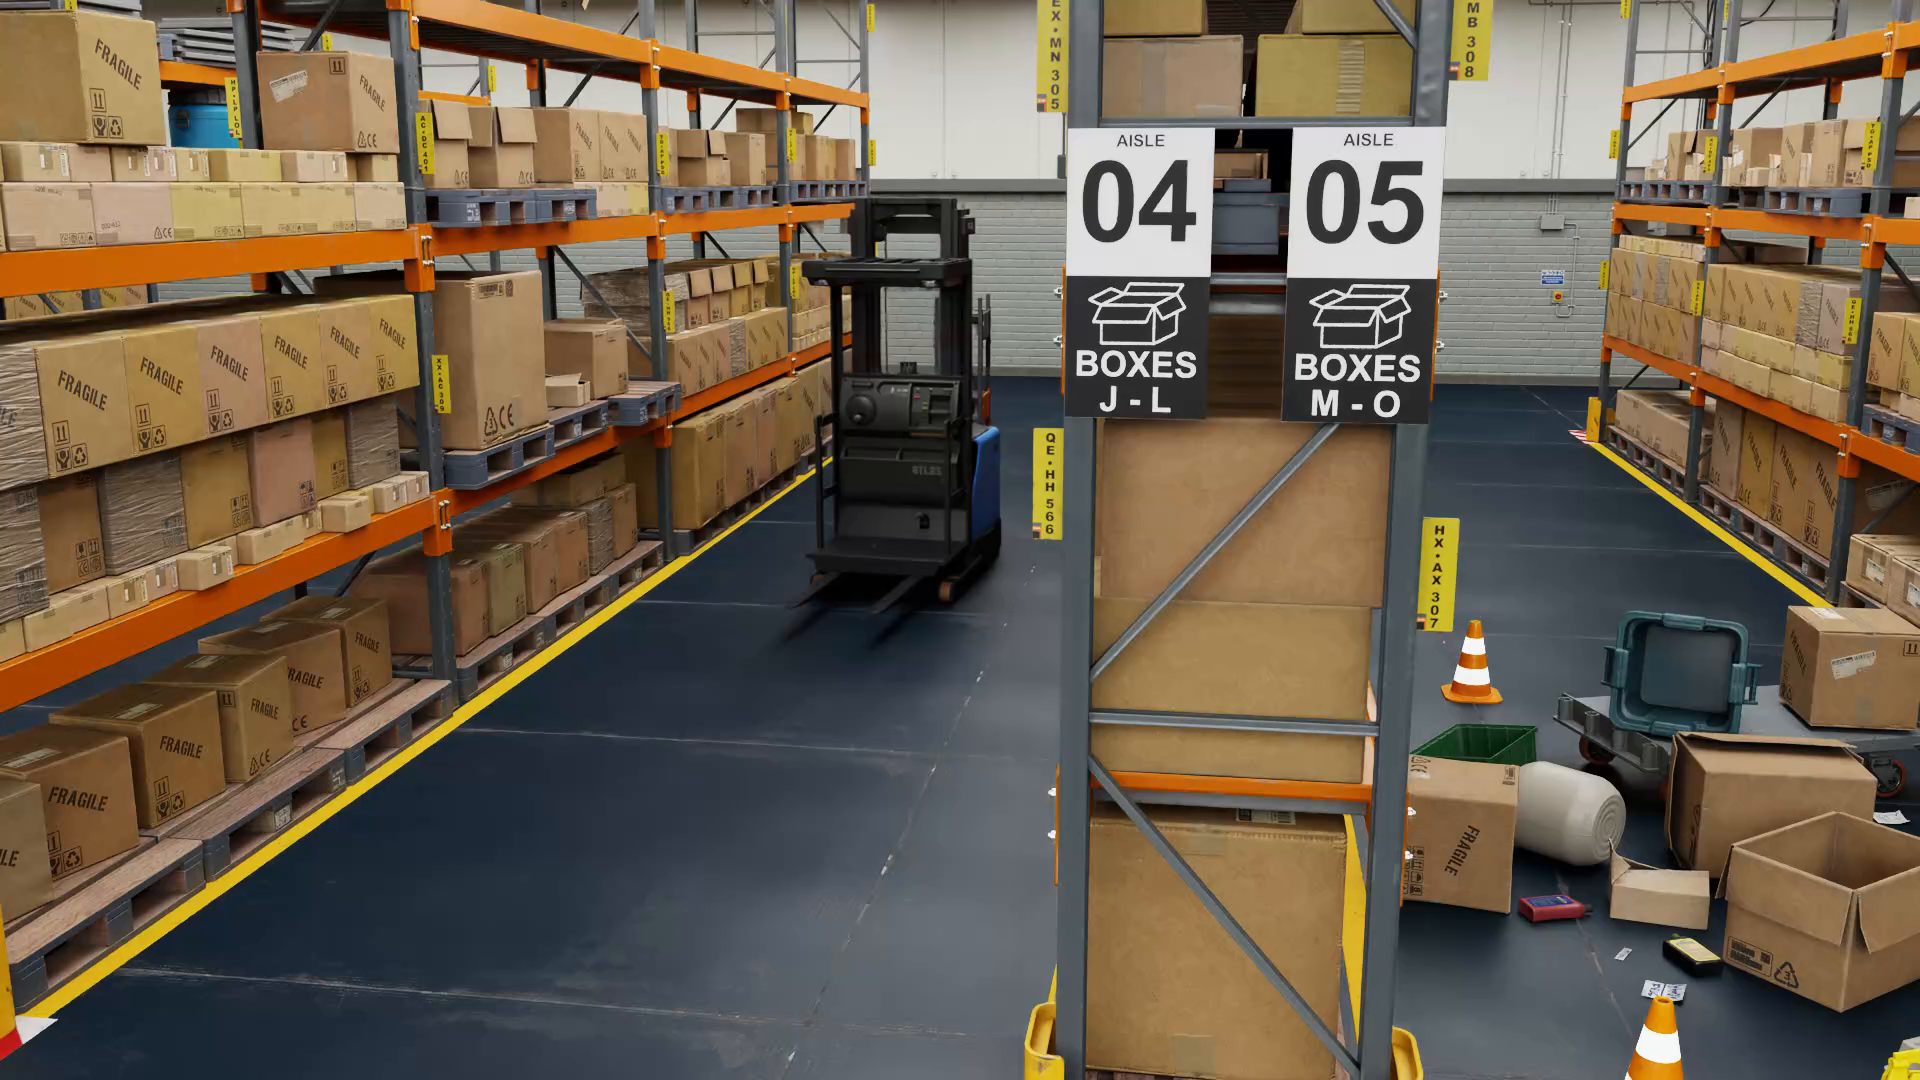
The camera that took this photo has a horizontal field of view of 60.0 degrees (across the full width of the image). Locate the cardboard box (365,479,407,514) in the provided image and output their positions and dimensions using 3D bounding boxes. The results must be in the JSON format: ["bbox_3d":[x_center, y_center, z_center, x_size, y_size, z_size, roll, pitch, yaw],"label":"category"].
[{"bbox_3d":[-3.265,-0.245,9.106,0.380,0.149,0.250,2,12,9],"label":"cardboard box"}]

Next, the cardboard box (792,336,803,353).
[{"bbox_3d":[-1.870,-2.067,17.561,0.380,0.149,0.250,2,12,9],"label":"cardboard box"}]

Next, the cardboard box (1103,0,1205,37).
[{"bbox_3d":[0.512,-1.528,4.813,0.380,0.149,0.250,2,12,9],"label":"cardboard box"}]

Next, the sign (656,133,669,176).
[{"bbox_3d":[-2.324,-3.007,12.981,0.100,0.325,0.005,2,12,9],"label":"sign"}]

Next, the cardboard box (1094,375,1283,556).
[{"bbox_3d":[0.884,-0.254,5.633,0.875,0.550,0.550,2,12,9],"label":"cardboard box"}]

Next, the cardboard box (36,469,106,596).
[{"bbox_3d":[-4.020,-0.057,6.694,0.875,0.500,0.500,2,12,9],"label":"cardboard box"}]

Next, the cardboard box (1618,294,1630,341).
[{"bbox_3d":[7.755,-2.503,18.749,0.500,0.500,0.500,2,12,8],"label":"cardboard box"}]

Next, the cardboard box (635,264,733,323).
[{"bbox_3d":[-2.531,-2.273,15.301,0.797,0.503,0.637,2,12,10],"label":"cardboard box"}]

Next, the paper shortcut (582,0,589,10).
[{"bbox_3d":[-3.175,-4.599,14.143,0.009,0.170,0.078,12,-17,6],"label":"paper shortcut"}]

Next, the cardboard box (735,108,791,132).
[{"bbox_3d":[-2.093,-4.471,17.746,0.500,0.250,0.500,1,12,5],"label":"cardboard box"}]

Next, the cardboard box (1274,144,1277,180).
[{"bbox_3d":[1.476,-1.538,6.753,0.380,0.149,0.250,2,12,8],"label":"cardboard box"}]

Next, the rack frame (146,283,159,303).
[{"bbox_3d":[-11.417,-3.294,22.656,1.000,3.000,0.127,2,12,9],"label":"rack frame"}]

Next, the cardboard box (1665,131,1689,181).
[{"bbox_3d":[7.705,-4.005,17.367,0.500,0.500,0.500,2,12,10],"label":"cardboard box"}]

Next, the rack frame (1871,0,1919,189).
[{"bbox_3d":[6.933,-3.918,11.313,1.000,3.000,0.127,2,12,9],"label":"rack frame"}]

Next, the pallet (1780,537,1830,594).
[{"bbox_3d":[7.128,0.216,12.989,1.003,0.211,1.213,2,12,9],"label":"pallet"}]

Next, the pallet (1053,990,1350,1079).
[{"bbox_3d":[0.841,1.735,5.943,1.003,0.211,1.213,2,12,9],"label":"pallet"}]

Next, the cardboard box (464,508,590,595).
[{"bbox_3d":[-3.096,0.075,11.916,0.700,0.500,0.500,3,13,13],"label":"cardboard box"}]

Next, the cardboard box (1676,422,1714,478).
[{"bbox_3d":[7.750,-0.898,16.625,0.875,0.438,0.875,2,12,8],"label":"cardboard box"}]

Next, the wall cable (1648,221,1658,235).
[{"bbox_3d":[10.410,-4.278,24.814,0.588,1.984,0.122,2,12,9],"label":"wall cable"}]

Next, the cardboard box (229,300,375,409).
[{"bbox_3d":[-3.348,-0.950,8.465,0.500,0.500,0.500,2,12,9],"label":"cardboard box"}]

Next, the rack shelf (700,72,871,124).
[{"bbox_3d":[-1.937,-4.941,18.717,1.077,0.370,4.000,2,12,9],"label":"rack shelf"}]

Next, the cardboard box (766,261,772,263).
[{"bbox_3d":[-2.357,-2.786,18.172,0.500,0.500,0.500,2,12,9],"label":"cardboard box"}]

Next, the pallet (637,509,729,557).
[{"bbox_3d":[-2.664,-0.105,14.479,1.003,0.211,1.213,2,12,9],"label":"pallet"}]

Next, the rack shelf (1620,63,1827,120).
[{"bbox_3d":[7.855,-4.620,17.227,1.077,0.370,4.000,2,12,9],"label":"rack shelf"}]

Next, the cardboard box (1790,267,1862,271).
[{"bbox_3d":[7.655,-2.147,14.723,0.500,0.500,0.500,2,12,10],"label":"cardboard box"}]

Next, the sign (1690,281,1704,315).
[{"bbox_3d":[6.999,-2.298,15.792,0.100,0.325,0.005,2,12,9],"label":"sign"}]

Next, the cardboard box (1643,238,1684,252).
[{"bbox_3d":[7.701,-3.221,18.171,0.380,0.149,0.250,2,12,9],"label":"cardboard box"}]

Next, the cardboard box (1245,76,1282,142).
[{"bbox_3d":[1.355,-1.659,6.368,0.500,0.250,0.500,2,12,8],"label":"cardboard box"}]

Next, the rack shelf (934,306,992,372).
[{"bbox_3d":[0.025,-1.732,14.287,0.431,0.518,0.480,2,12,9],"label":"rack shelf"}]

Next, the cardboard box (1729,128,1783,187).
[{"bbox_3d":[7.126,-3.364,14.631,0.500,0.500,0.500,2,12,8],"label":"cardboard box"}]

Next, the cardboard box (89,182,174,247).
[{"bbox_3d":[-3.607,-1.337,6.811,0.500,0.250,0.500,2,12,8],"label":"cardboard box"}]

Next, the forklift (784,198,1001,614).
[{"bbox_3d":[-0.507,-1.052,12.419,1.130,2.935,3.031,3,13,14],"label":"forklift"}]

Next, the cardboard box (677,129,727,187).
[{"bbox_3d":[-2.566,-3.454,15.041,0.797,0.503,0.637,2,12,8],"label":"cardboard box"}]

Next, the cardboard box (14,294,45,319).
[{"bbox_3d":[-11.530,-2.818,20.211,0.500,0.500,0.500,2,12,8],"label":"cardboard box"}]

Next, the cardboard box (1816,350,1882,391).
[{"bbox_3d":[6.756,-1.265,12.415,0.500,0.250,0.500,2,12,8],"label":"cardboard box"}]

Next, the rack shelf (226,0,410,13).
[{"bbox_3d":[-3.782,-2.637,7.084,1.077,0.370,4.000,2,12,9],"label":"rack shelf"}]

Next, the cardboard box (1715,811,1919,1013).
[{"bbox_3d":[3.471,1.453,6.558,0.797,0.503,0.637,-7,14,-30],"label":"cardboard box"}]

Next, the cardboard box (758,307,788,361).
[{"bbox_3d":[-2.046,-2.082,16.796,0.500,0.500,0.500,2,12,9],"label":"cardboard box"}]

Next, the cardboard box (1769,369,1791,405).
[{"bbox_3d":[6.910,-1.237,13.469,0.500,0.250,0.500,2,12,8],"label":"cardboard box"}]

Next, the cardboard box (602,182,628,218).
[{"bbox_3d":[-2.753,-2.489,12.158,0.500,0.250,0.500,2,12,8],"label":"cardboard box"}]

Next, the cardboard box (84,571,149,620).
[{"bbox_3d":[-3.636,0.223,6.937,0.380,0.149,0.250,2,12,9],"label":"cardboard box"}]

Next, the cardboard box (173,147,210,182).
[{"bbox_3d":[-3.565,-1.657,7.351,0.380,0.149,0.250,1,12,7],"label":"cardboard box"}]

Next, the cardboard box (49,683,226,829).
[{"bbox_3d":[-3.804,0.991,7.712,0.500,0.500,0.500,3,13,14],"label":"cardboard box"}]

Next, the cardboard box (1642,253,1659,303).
[{"bbox_3d":[7.588,-2.779,17.656,0.500,0.500,0.500,2,12,9],"label":"cardboard box"}]

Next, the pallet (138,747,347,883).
[{"bbox_3d":[-3.728,1.285,8.030,1.003,0.211,1.213,2,12,9],"label":"pallet"}]

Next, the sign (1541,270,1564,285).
[{"bbox_3d":[8.969,-3.972,25.161,0.327,0.218,0.001,2,12,9],"label":"sign"}]

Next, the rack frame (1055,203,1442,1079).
[{"bbox_3d":[0.796,0.541,4.865,1.000,3.000,0.127,2,12,9],"label":"rack frame"}]

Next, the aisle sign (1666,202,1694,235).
[{"bbox_3d":[8.480,-3.926,19.422,0.394,0.787,0.004,2,12,9],"label":"aisle sign"}]

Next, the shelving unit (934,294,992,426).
[{"bbox_3d":[0.025,-1.061,14.432,0.431,2.100,0.503,2,12,9],"label":"shelving unit"}]

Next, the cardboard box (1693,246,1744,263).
[{"bbox_3d":[7.281,-2.747,15.970,0.380,0.149,0.250,2,12,7],"label":"cardboard box"}]

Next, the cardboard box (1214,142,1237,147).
[{"bbox_3d":[0.983,-1.887,7.424,0.500,0.250,0.500,2,12,8],"label":"cardboard box"}]

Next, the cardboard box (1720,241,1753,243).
[{"bbox_3d":[8.000,-2.998,17.132,0.380,0.149,0.250,2,12,8],"label":"cardboard box"}]

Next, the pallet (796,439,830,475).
[{"bbox_3d":[-2.050,-0.932,18.316,1.003,0.211,1.213,2,12,9],"label":"pallet"}]

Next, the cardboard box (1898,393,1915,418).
[{"bbox_3d":[6.535,-0.893,11.116,0.380,0.149,0.250,1,12,5],"label":"cardboard box"}]
